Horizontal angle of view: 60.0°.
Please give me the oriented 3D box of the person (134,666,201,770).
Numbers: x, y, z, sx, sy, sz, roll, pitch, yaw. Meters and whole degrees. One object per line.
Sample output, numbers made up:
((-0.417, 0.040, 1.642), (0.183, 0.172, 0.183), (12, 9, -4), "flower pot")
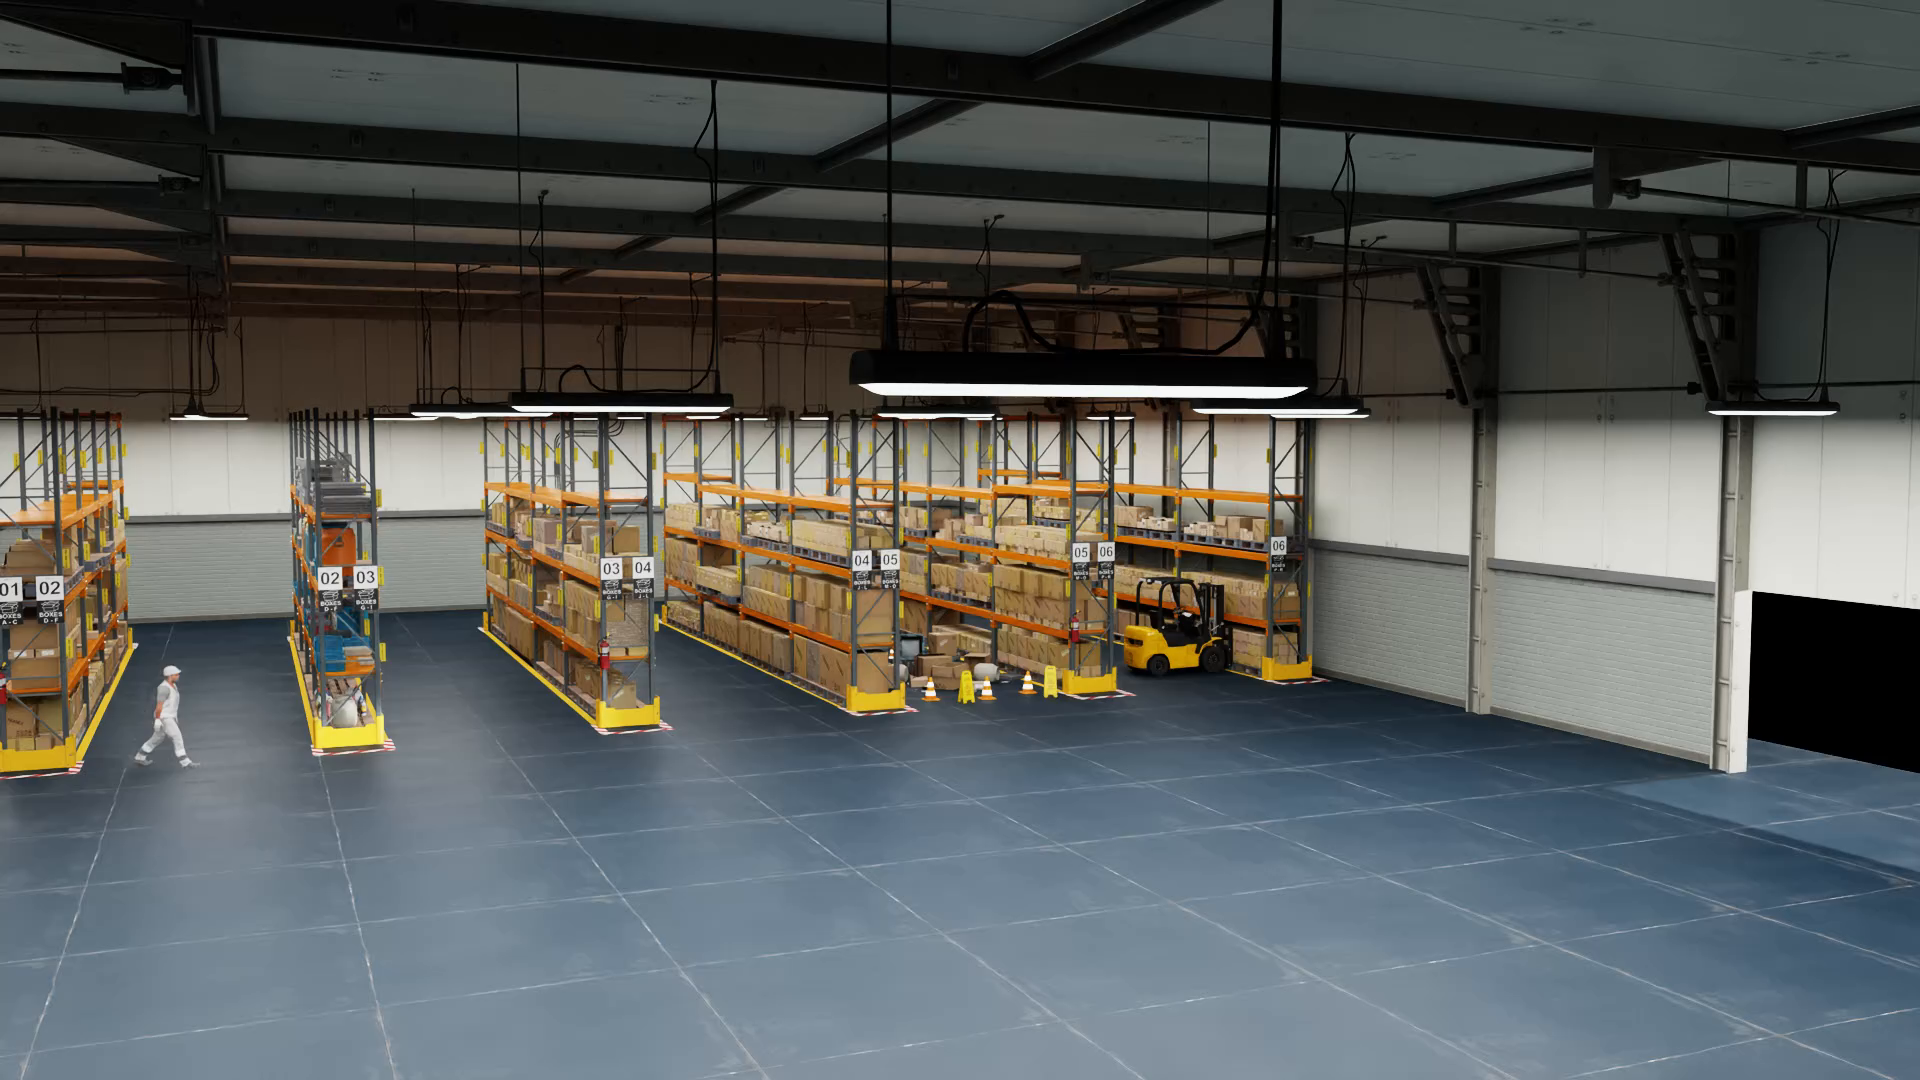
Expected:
((-13.125, 2.939, 27.490), (1.143, 1.729, 0.569), (0, 4, -5), "person")

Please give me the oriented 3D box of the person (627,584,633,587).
((-9.428, 1.484, 47.602), (0.596, 1.769, 0.704), (-1, 4, -10), "person")
